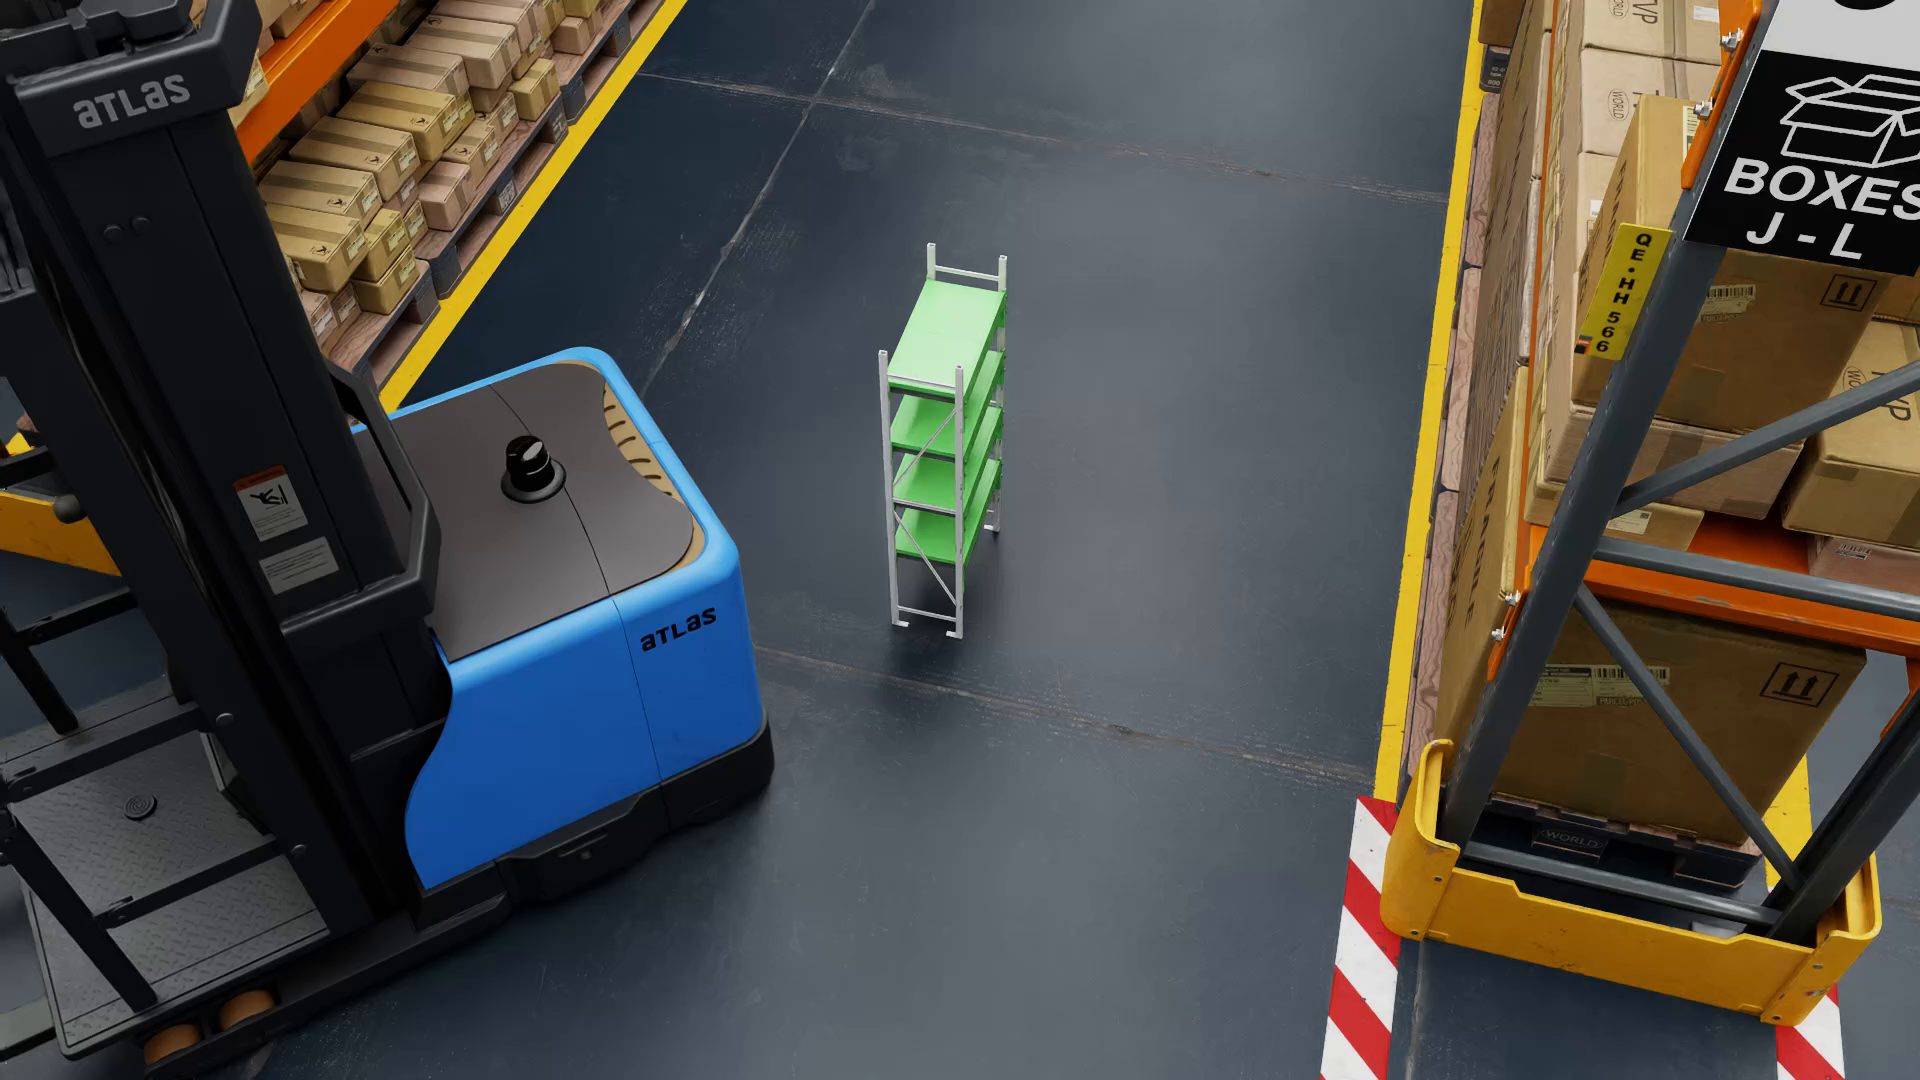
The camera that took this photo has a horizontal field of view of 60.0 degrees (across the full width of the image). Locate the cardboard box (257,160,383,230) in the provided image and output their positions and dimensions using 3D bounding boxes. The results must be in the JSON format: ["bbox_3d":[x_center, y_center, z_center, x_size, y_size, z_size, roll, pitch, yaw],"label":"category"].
[{"bbox_3d":[-2.349,-1.232,6.061,0.380,0.149,0.250,9,49,8],"label":"cardboard box"}]

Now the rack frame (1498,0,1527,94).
[{"bbox_3d":[2.864,-2.793,6.215,1.000,3.000,0.127,12,50,10],"label":"rack frame"}]

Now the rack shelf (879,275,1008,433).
[{"bbox_3d":[-0.044,-0.553,4.883,0.258,0.148,0.480,12,50,10],"label":"rack shelf"}]

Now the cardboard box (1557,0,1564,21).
[{"bbox_3d":[2.193,-1.805,5.510,0.380,0.149,0.250,11,49,10],"label":"cardboard box"}]

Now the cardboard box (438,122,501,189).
[{"bbox_3d":[-2.106,-1.585,6.769,0.380,0.149,0.250,12,50,10],"label":"cardboard box"}]

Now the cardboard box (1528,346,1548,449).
[{"bbox_3d":[1.654,-0.328,4.206,0.380,0.149,0.250,12,50,10],"label":"cardboard box"}]

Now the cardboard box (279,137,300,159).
[{"bbox_3d":[-2.739,-1.619,6.601,0.380,0.149,0.250,14,50,12],"label":"cardboard box"}]

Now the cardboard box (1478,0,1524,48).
[{"bbox_3d":[3.014,-2.696,7.266,1.225,0.875,0.875,12,50,10],"label":"cardboard box"}]

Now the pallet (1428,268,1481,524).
[{"bbox_3d":[2.270,-0.451,6.007,1.003,0.211,1.213,12,50,10],"label":"pallet"}]

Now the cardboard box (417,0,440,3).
[{"bbox_3d":[-2.380,-2.456,7.141,0.380,0.149,0.250,10,49,9],"label":"cardboard box"}]

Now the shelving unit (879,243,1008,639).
[{"bbox_3d":[-0.044,-0.277,5.194,0.258,1.200,0.503,12,50,10],"label":"shelving unit"}]

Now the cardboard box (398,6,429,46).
[{"bbox_3d":[-2.476,-2.167,7.085,0.380,0.149,0.250,14,50,12],"label":"cardboard box"}]

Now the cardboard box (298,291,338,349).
[{"bbox_3d":[-2.435,-0.761,5.844,0.380,0.149,0.250,11,50,10],"label":"cardboard box"}]

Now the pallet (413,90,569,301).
[{"bbox_3d":[-2.356,-1.544,6.972,1.003,0.211,1.213,12,50,10],"label":"pallet"}]

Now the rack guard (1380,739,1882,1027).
[{"bbox_3d":[1.805,0.945,4.583,1.175,0.500,0.348,12,50,10],"label":"rack guard"}]

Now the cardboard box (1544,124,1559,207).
[{"bbox_3d":[1.923,-1.066,4.858,0.380,0.149,0.250,12,50,10],"label":"cardboard box"}]

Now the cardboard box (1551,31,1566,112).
[{"bbox_3d":[2.057,-1.434,5.182,0.380,0.149,0.250,10,49,9],"label":"cardboard box"}]

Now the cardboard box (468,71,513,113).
[{"bbox_3d":[-2.082,-1.913,6.861,0.380,0.149,0.250,9,49,8],"label":"cardboard box"}]

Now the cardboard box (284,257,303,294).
[{"bbox_3d":[-2.525,-0.879,5.750,0.380,0.149,0.250,12,50,11],"label":"cardboard box"}]

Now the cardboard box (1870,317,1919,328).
[{"bbox_3d":[2.329,-0.620,4.198,0.500,0.250,0.500,11,49,10],"label":"cardboard box"}]

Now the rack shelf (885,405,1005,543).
[{"bbox_3d":[-0.044,-0.235,5.242,0.258,0.148,0.480,12,50,10],"label":"rack shelf"}]

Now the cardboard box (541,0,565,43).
[{"bbox_3d":[-1.944,-2.291,7.194,0.380,0.149,0.250,12,50,10],"label":"cardboard box"}]

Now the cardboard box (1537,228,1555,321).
[{"bbox_3d":[1.789,-0.690,4.526,0.380,0.149,0.250,12,50,11],"label":"cardboard box"}]

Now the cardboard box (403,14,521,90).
[{"bbox_3d":[-2.009,-1.971,6.713,0.380,0.149,0.250,10,49,9],"label":"cardboard box"}]

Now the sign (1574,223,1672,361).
[{"bbox_3d":[1.292,-0.479,3.241,0.100,0.325,0.005,12,50,10],"label":"sign"}]

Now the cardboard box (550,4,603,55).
[{"bbox_3d":[-1.825,-2.314,7.413,0.380,0.149,0.250,10,49,9],"label":"cardboard box"}]

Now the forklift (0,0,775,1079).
[{"bbox_3d":[-2.096,0.025,3.773,3.031,2.935,1.130,-24,53,-20],"label":"forklift"}]

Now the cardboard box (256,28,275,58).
[{"bbox_3d":[-2.460,-1.629,5.355,0.380,0.149,0.250,14,50,12],"label":"cardboard box"}]

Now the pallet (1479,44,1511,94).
[{"bbox_3d":[2.995,-2.443,7.766,1.003,0.211,1.213,12,50,10],"label":"pallet"}]

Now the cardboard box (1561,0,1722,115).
[{"bbox_3d":[2.084,-1.464,4.943,0.500,0.250,0.500,12,50,10],"label":"cardboard box"}]

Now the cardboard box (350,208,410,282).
[{"bbox_3d":[-2.283,-1.120,6.161,0.380,0.149,0.250,13,50,11],"label":"cardboard box"}]

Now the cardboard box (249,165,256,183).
[{"bbox_3d":[-2.856,-1.335,6.152,0.380,0.149,0.250,10,49,9],"label":"cardboard box"}]

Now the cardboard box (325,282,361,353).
[{"bbox_3d":[-2.451,-0.850,6.121,0.380,0.149,0.250,12,50,10],"label":"cardboard box"}]

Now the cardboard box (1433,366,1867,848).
[{"bbox_3d":[1.903,0.185,4.723,0.875,0.875,0.875,12,50,10],"label":"cardboard box"}]

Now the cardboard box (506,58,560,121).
[{"bbox_3d":[-1.941,-1.941,7.084,0.380,0.149,0.250,11,50,10],"label":"cardboard box"}]

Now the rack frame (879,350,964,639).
[{"bbox_3d":[-0.108,-0.101,5.039,0.240,1.200,0.015,12,50,10],"label":"rack frame"}]

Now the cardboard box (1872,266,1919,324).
[{"bbox_3d":[2.330,-0.852,3.903,0.500,0.500,0.500,10,49,9],"label":"cardboard box"}]

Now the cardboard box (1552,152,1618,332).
[{"bbox_3d":[1.817,-0.718,4.285,0.500,0.250,0.500,11,49,9],"label":"cardboard box"}]

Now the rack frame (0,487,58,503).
[{"bbox_3d":[-2.947,-0.952,4.589,1.000,3.000,0.127,12,50,10],"label":"rack frame"}]

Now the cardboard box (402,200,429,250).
[{"bbox_3d":[-2.303,-1.216,6.444,0.380,0.149,0.250,12,50,10],"label":"cardboard box"}]

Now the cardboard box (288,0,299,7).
[{"bbox_3d":[-2.305,-2.098,5.335,0.500,0.500,0.500,12,50,11],"label":"cardboard box"}]

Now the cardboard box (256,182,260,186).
[{"bbox_3d":[-2.778,-1.234,6.262,0.380,0.149,0.250,11,49,10],"label":"cardboard box"}]

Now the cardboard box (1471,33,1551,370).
[{"bbox_3d":[2.377,-1.116,5.872,0.875,0.875,0.875,12,50,10],"label":"cardboard box"}]

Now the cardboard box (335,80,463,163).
[{"bbox_3d":[-2.154,-1.612,6.397,0.380,0.149,0.250,12,50,11],"label":"cardboard box"}]

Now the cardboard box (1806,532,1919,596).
[{"bbox_3d":[2.223,-0.008,3.924,0.380,0.149,0.250,12,50,10],"label":"cardboard box"}]

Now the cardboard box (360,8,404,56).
[{"bbox_3d":[-2.518,-2.075,6.805,0.380,0.149,0.250,10,49,8],"label":"cardboard box"}]

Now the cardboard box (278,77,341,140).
[{"bbox_3d":[-2.662,-1.709,6.482,0.380,0.149,0.250,10,49,9],"label":"cardboard box"}]

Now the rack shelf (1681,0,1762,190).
[{"bbox_3d":[2.338,-2.101,4.083,1.077,0.370,4.000,12,50,10],"label":"rack shelf"}]

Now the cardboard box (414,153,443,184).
[{"bbox_3d":[-2.274,-1.535,6.527,0.380,0.149,0.250,14,50,12],"label":"cardboard box"}]
